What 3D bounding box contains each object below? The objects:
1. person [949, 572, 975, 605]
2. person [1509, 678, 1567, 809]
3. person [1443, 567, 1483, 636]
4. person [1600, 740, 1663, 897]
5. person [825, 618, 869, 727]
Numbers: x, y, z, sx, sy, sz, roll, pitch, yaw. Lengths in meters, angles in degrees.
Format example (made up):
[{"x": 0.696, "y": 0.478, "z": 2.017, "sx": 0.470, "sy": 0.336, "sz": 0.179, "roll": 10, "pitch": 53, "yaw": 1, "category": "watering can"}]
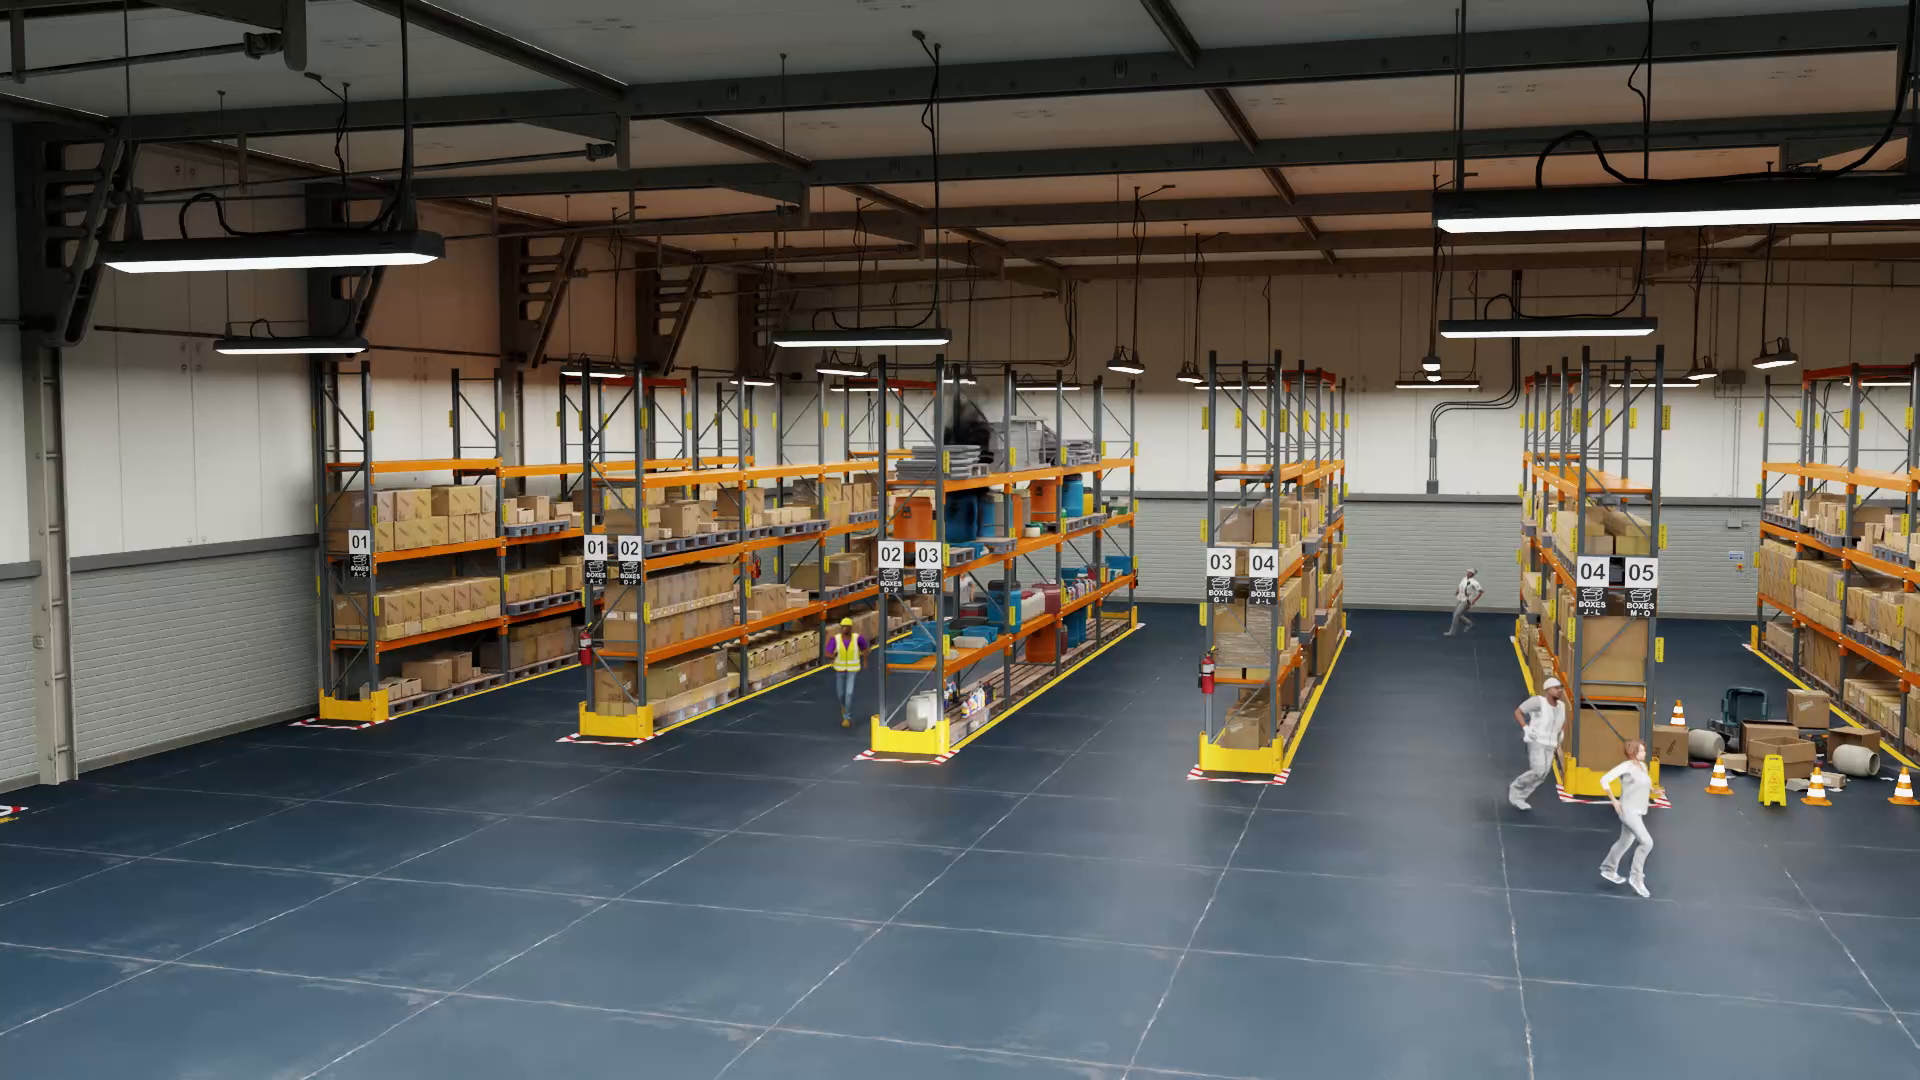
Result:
[{"x": 0.041, "y": 1.435, "z": 38.051, "sx": 0.566, "sy": 1.650, "sz": 0.922, "roll": 0, "pitch": 4, "yaw": 6, "category": "person"}, {"x": 7.503, "y": 2.614, "z": 21.394, "sx": 0.738, "sy": 1.690, "sz": 0.569, "roll": -2, "pitch": 4, "yaw": -22, "category": "person"}, {"x": 11.665, "y": 1.423, "z": 38.533, "sx": 0.803, "sy": 1.627, "sz": 0.644, "roll": -1, "pitch": 4, "yaw": -17, "category": "person"}, {"x": 7.144, "y": 2.936, "z": 17.689, "sx": 0.519, "sy": 1.637, "sz": 0.668, "roll": -4, "pitch": 6, "yaw": -44, "category": "person"}, {"x": -1.867, "y": 2.143, "z": 27.375, "sx": 0.702, "sy": 1.747, "sz": 0.953, "roll": 0, "pitch": 4, "yaw": 3, "category": "person"}]
